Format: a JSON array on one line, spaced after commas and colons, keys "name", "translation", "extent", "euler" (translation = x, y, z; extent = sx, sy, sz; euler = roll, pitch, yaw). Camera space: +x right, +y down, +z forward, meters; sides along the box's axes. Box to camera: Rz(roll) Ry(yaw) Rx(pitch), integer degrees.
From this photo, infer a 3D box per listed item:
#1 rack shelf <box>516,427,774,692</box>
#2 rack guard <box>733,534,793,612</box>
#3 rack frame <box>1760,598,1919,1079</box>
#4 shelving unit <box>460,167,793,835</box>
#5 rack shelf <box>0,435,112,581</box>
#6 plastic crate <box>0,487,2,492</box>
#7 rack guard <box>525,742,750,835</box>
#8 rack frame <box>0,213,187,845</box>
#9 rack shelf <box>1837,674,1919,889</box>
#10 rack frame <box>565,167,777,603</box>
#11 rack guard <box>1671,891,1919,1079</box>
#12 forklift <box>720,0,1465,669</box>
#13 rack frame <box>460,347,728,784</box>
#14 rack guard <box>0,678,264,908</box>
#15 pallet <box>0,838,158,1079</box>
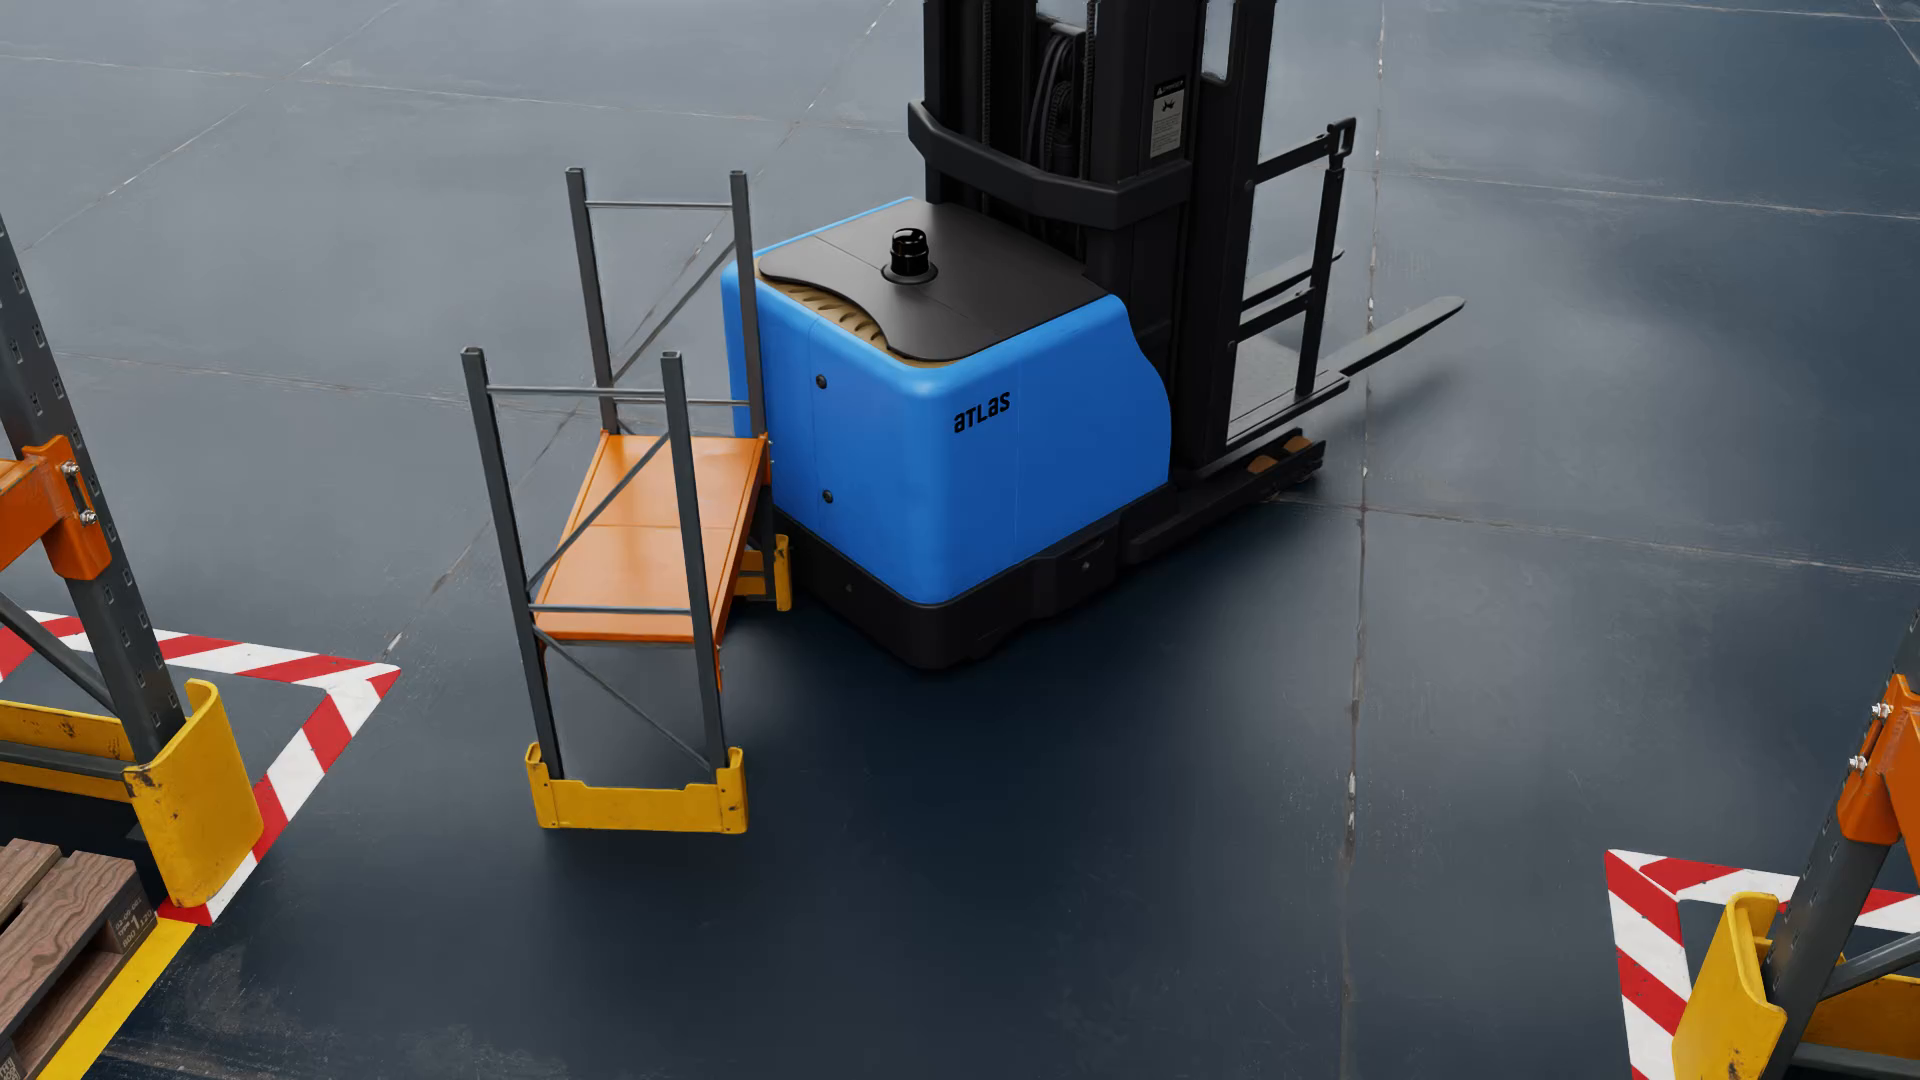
[{"name": "rack shelf", "translation": [-0.864, 0.028, 4.740], "extent": [0.538, 0.185, 1.000], "euler": [1, 36, 2]}, {"name": "rack guard", "translation": [-0.843, 0.102, 5.397], "extent": [0.587, 0.250, 0.087], "euler": [1, 36, 2]}, {"name": "rack frame", "translation": [2.274, 0.169, 2.960], "extent": [1.000, 3.000, 0.127], "euler": [7, 37, 10]}, {"name": "shelving unit", "translation": [-0.864, -0.113, 4.627], "extent": [0.587, 1.500, 1.083], "euler": [1, 36, 2]}, {"name": "rack shelf", "translation": [-2.991, 0.984, 2.449], "extent": [1.077, 0.370, 4.000], "euler": [7, 37, 10]}, {"name": "plastic crate", "translation": [-2.378, -0.069, 3.416], "extent": [0.499, 0.251, 0.616], "euler": [7, 37, 10]}, {"name": "rack guard", "translation": [-0.886, 0.686, 4.591], "extent": [0.587, 0.250, 0.087], "euler": [1, 36, 2]}, {"name": "rack frame", "translation": [-2.564, -0.454, 3.820], "extent": [1.000, 3.000, 0.127], "euler": [7, 37, 10]}, {"name": "rack shelf", "translation": [1.847, 1.607, 1.589], "extent": [1.077, 0.370, 4.000], "euler": [7, 37, 10]}, {"name": "rack frame", "translation": [-0.843, -0.416, 5.046], "extent": [0.500, 1.500, 0.032], "euler": [1, 36, 2]}, {"name": "rack guard", "translation": [2.280, 1.168, 3.713], "extent": [1.175, 0.500, 0.348], "euler": [7, 37, 10]}, {"name": "forklift", "translation": [0.685, -1.527, 5.359], "extent": [3.031, 2.935, 1.130], "euler": [-28, 44, -33]}, {"name": "rack frame", "translation": [-0.886, 0.180, 4.223], "extent": [0.500, 1.500, 0.032], "euler": [1, 36, 2]}, {"name": "rack guard", "translation": [-2.534, 0.608, 4.485], "extent": [1.175, 0.500, 0.348], "euler": [7, 37, 10]}, {"name": "pallet", "translation": [-2.713, 1.190, 3.928], "extent": [1.003, 0.211, 1.213], "euler": [7, 37, 10]}]
